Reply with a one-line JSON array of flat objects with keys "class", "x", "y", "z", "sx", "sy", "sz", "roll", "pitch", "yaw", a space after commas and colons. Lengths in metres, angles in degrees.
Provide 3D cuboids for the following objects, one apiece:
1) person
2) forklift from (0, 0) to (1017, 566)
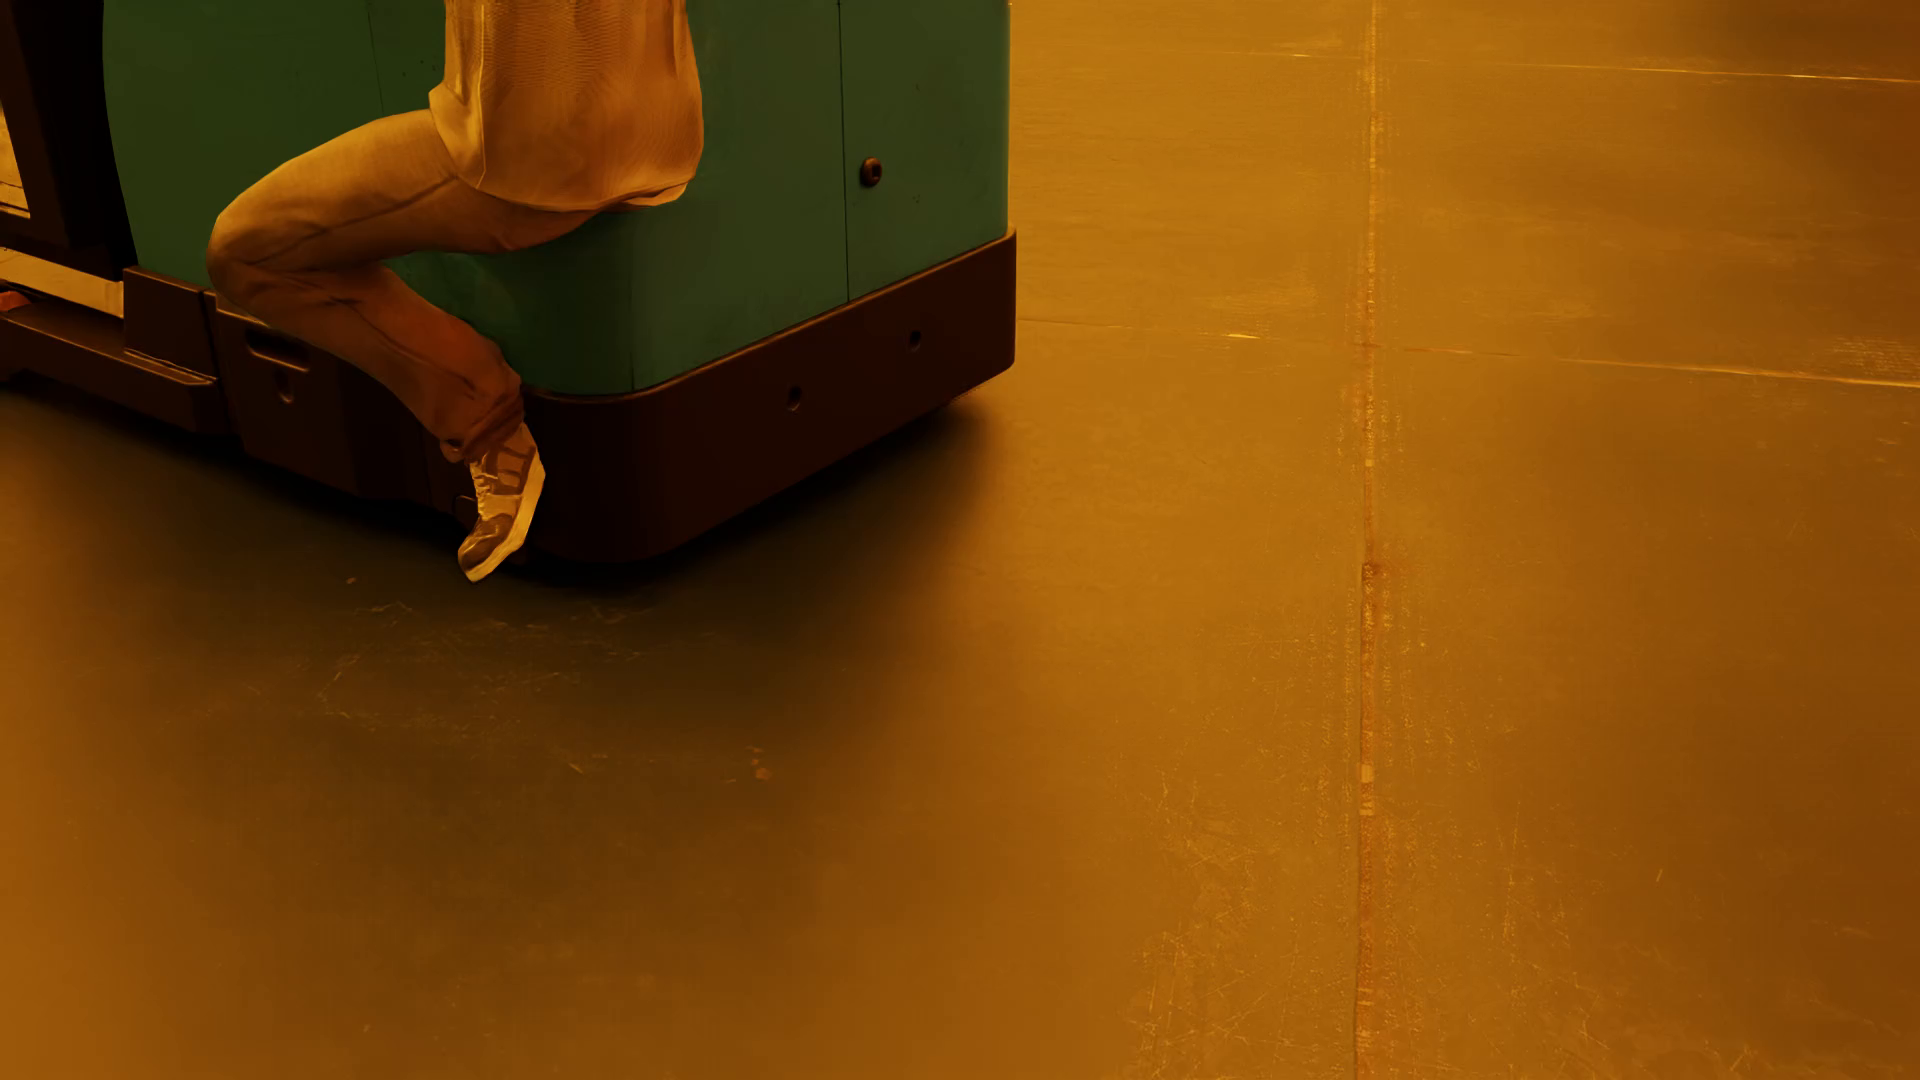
[{"class": "person", "x": -0.620, "y": -0.625, "z": 2.167, "sx": 0.706, "sy": 1.318, "sz": 0.805, "roll": 16, "pitch": 31, "yaw": 29}, {"class": "forklift", "x": -1.404, "y": -1.775, "z": 2.765, "sx": 3.031, "sy": 2.935, "sz": 1.130, "roll": 17, "pitch": 32, "yaw": 31}]
